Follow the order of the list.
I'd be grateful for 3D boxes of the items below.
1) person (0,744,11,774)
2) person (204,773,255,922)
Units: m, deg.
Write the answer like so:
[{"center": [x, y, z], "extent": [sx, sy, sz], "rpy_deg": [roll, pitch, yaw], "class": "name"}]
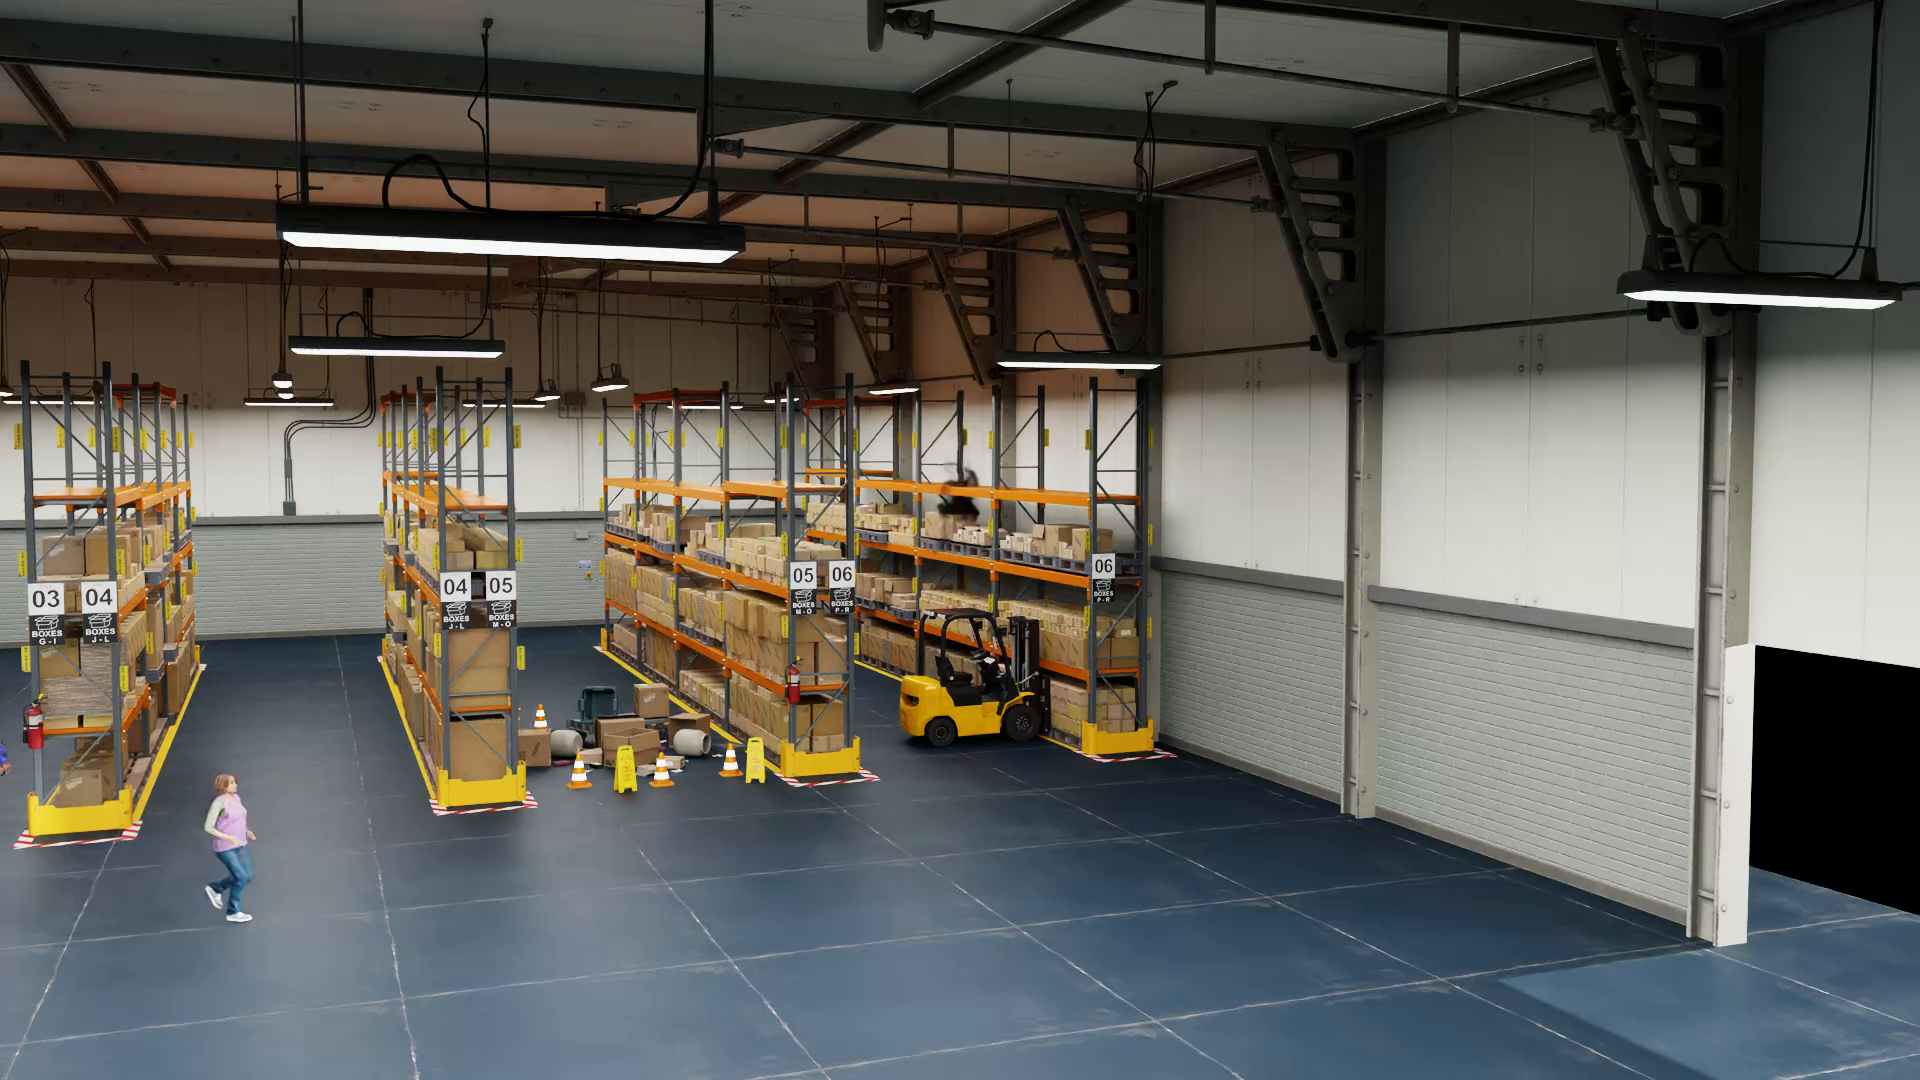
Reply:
[{"center": [-11.658, 2.999, 19.835], "extent": [0.602, 1.633, 0.940], "rpy_deg": [-3, 5, -41], "class": "person"}, {"center": [-7.624, 3.196, 17.265], "extent": [0.567, 1.530, 0.535], "rpy_deg": [1, 3, 9], "class": "person"}]
